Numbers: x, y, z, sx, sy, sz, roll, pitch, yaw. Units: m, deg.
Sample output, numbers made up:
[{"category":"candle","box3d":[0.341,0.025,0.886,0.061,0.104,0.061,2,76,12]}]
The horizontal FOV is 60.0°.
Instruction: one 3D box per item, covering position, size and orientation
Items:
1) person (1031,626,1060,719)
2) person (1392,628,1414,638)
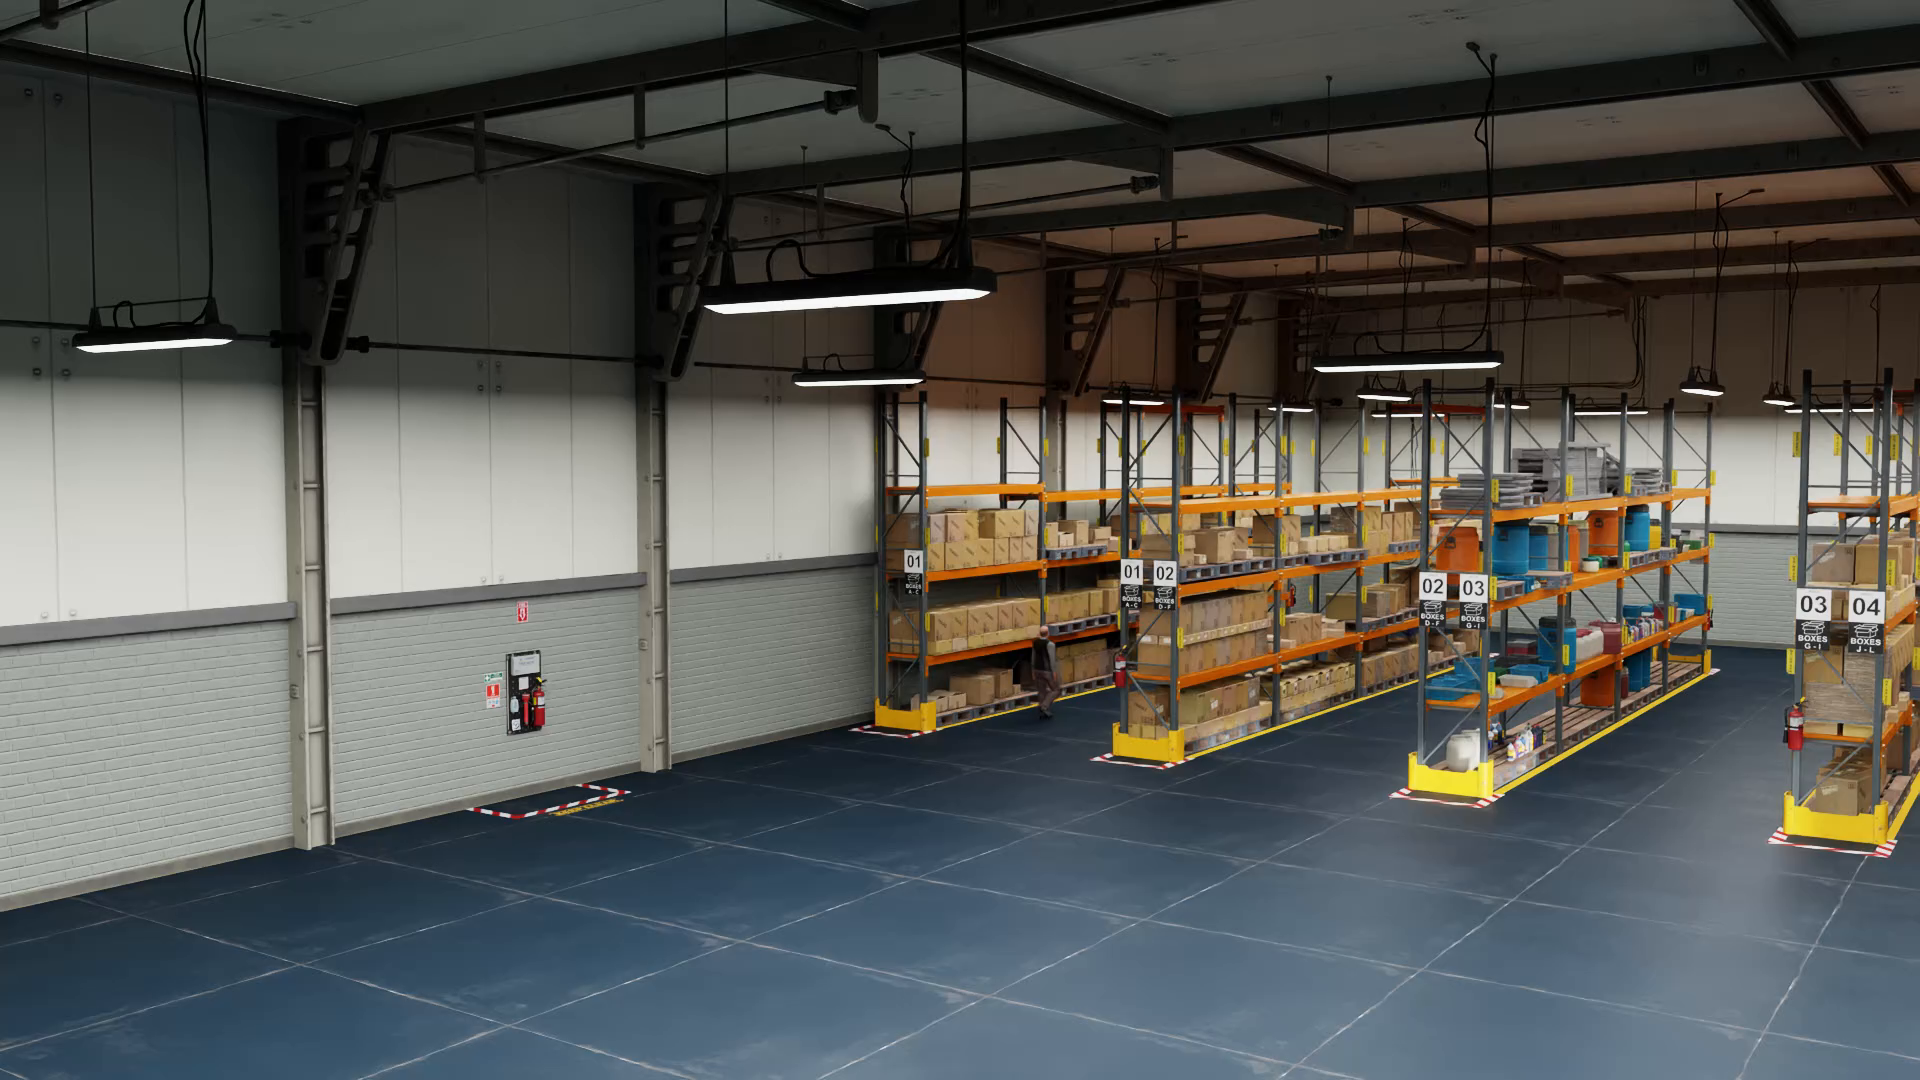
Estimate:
[{"category":"person","box3d":[1.537,2.444,30.662,0.571,1.721,0.505,3,4,39]},{"category":"person","box3d":[11.637,1.762,43.445,0.523,1.639,0.608,-3,4,-43]}]
